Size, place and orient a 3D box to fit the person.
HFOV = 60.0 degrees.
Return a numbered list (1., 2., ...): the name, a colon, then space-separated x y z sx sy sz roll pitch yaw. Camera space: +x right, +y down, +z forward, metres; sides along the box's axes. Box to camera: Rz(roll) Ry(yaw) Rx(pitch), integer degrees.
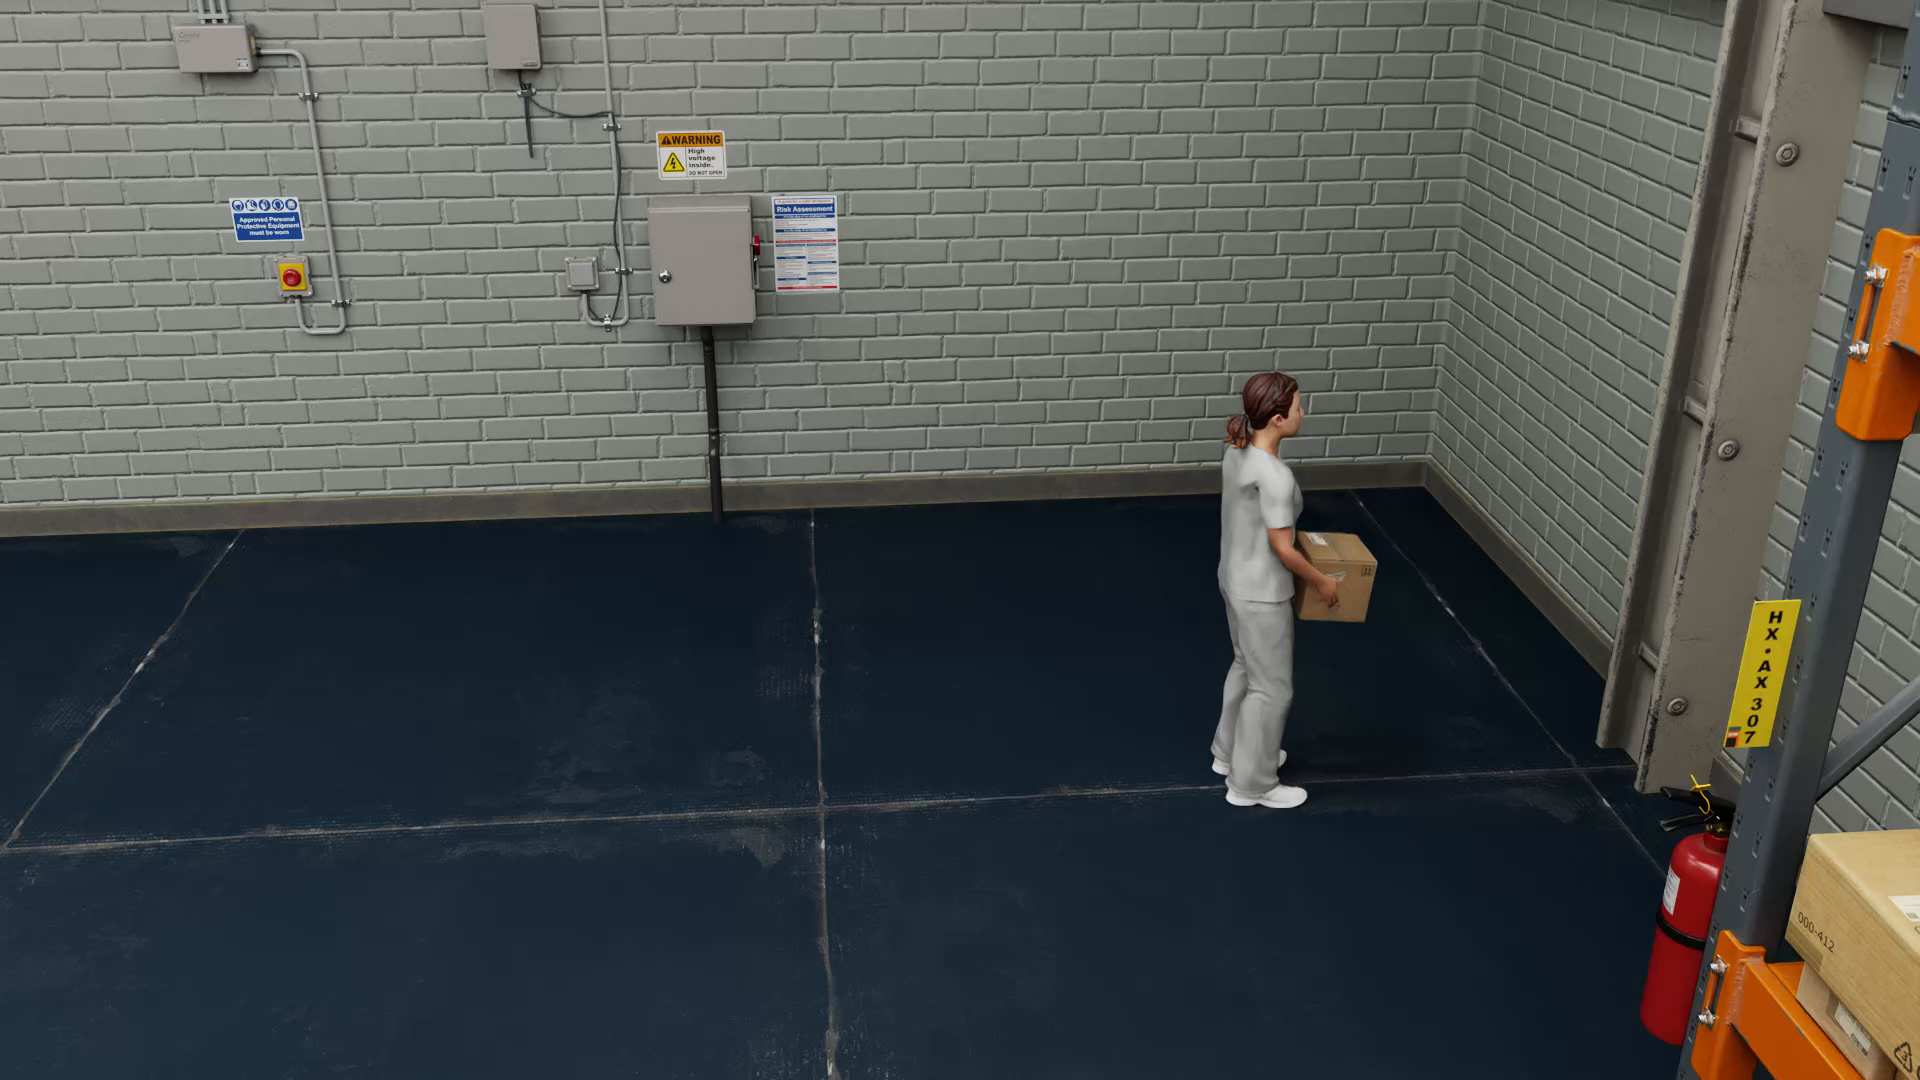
1. person: 1.162 0.180 6.193 0.461 1.675 0.465 -3 24 -6
